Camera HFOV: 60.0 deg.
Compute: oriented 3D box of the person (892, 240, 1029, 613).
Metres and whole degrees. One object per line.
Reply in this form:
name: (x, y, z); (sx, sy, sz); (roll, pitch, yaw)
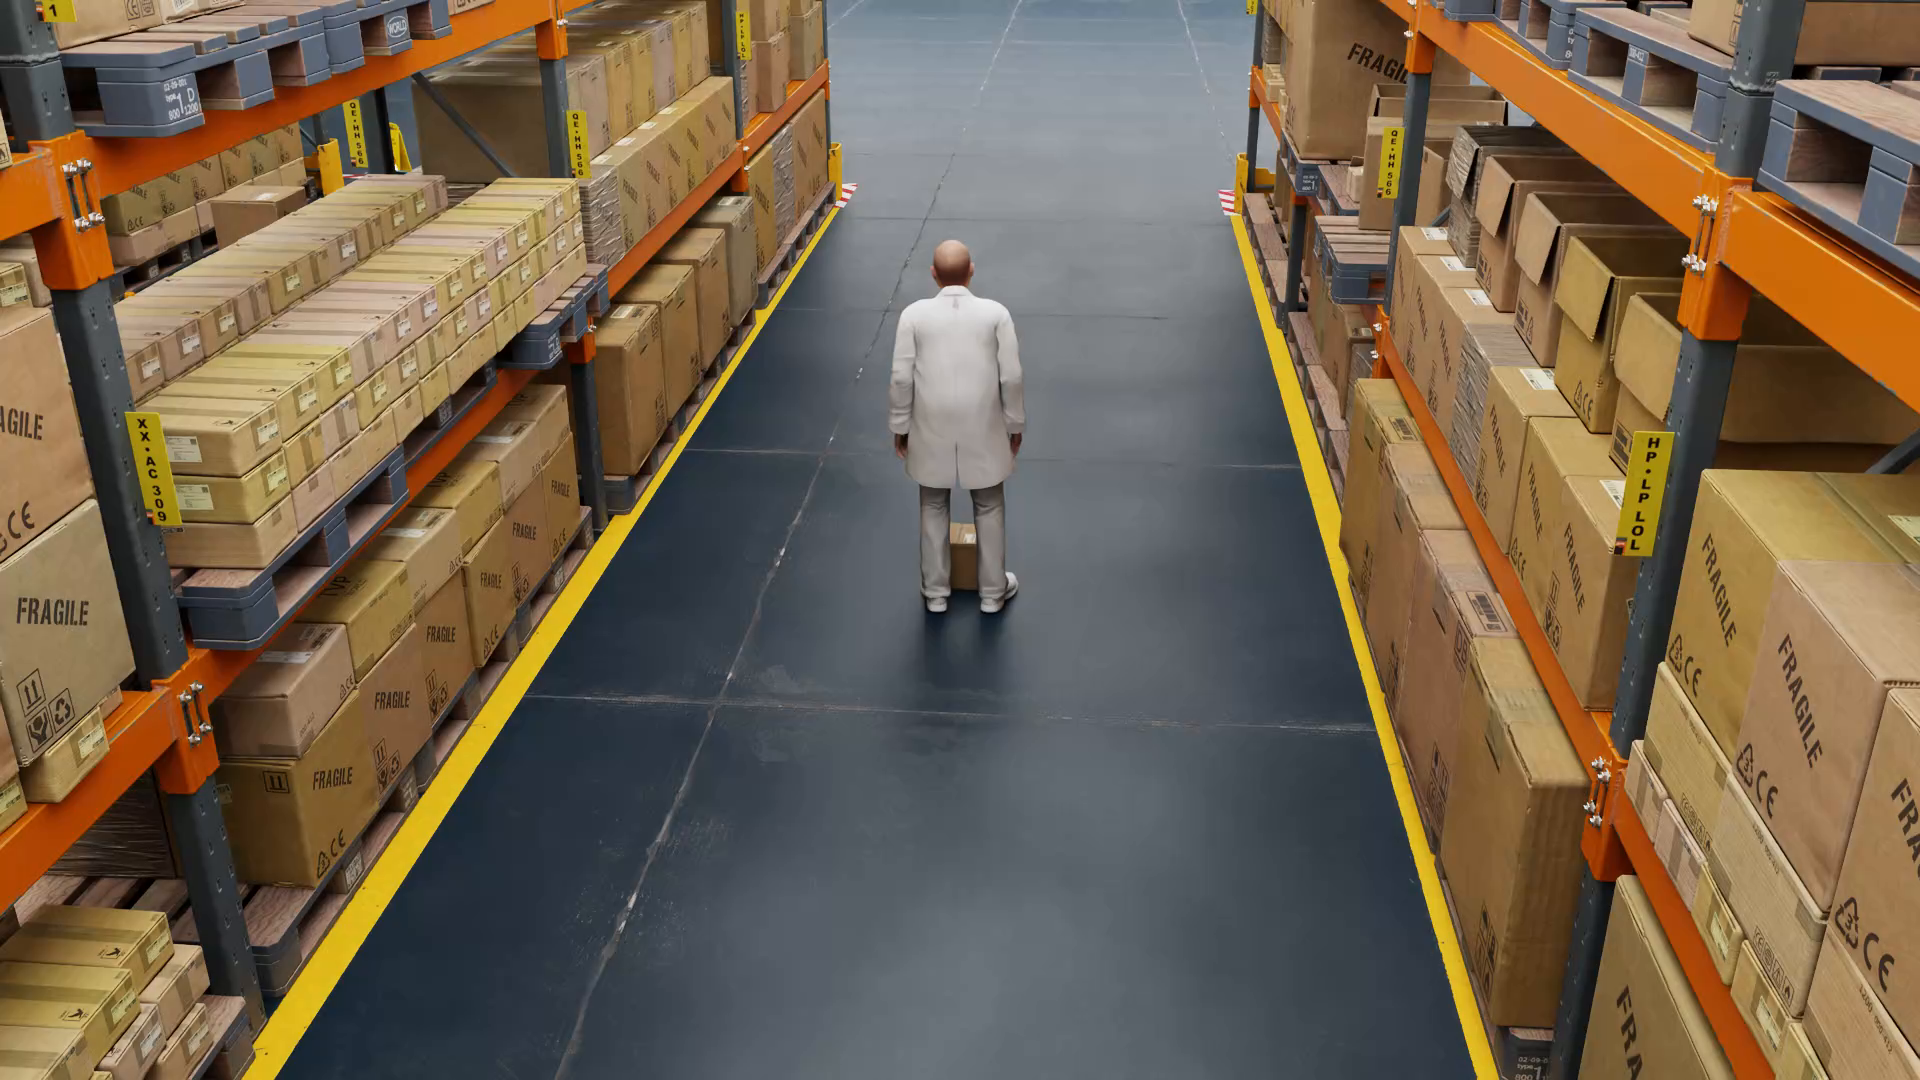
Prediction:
person: (0.000, -0.514, 7.768); (0.642, 1.773, 0.427); (2, 24, 4)
